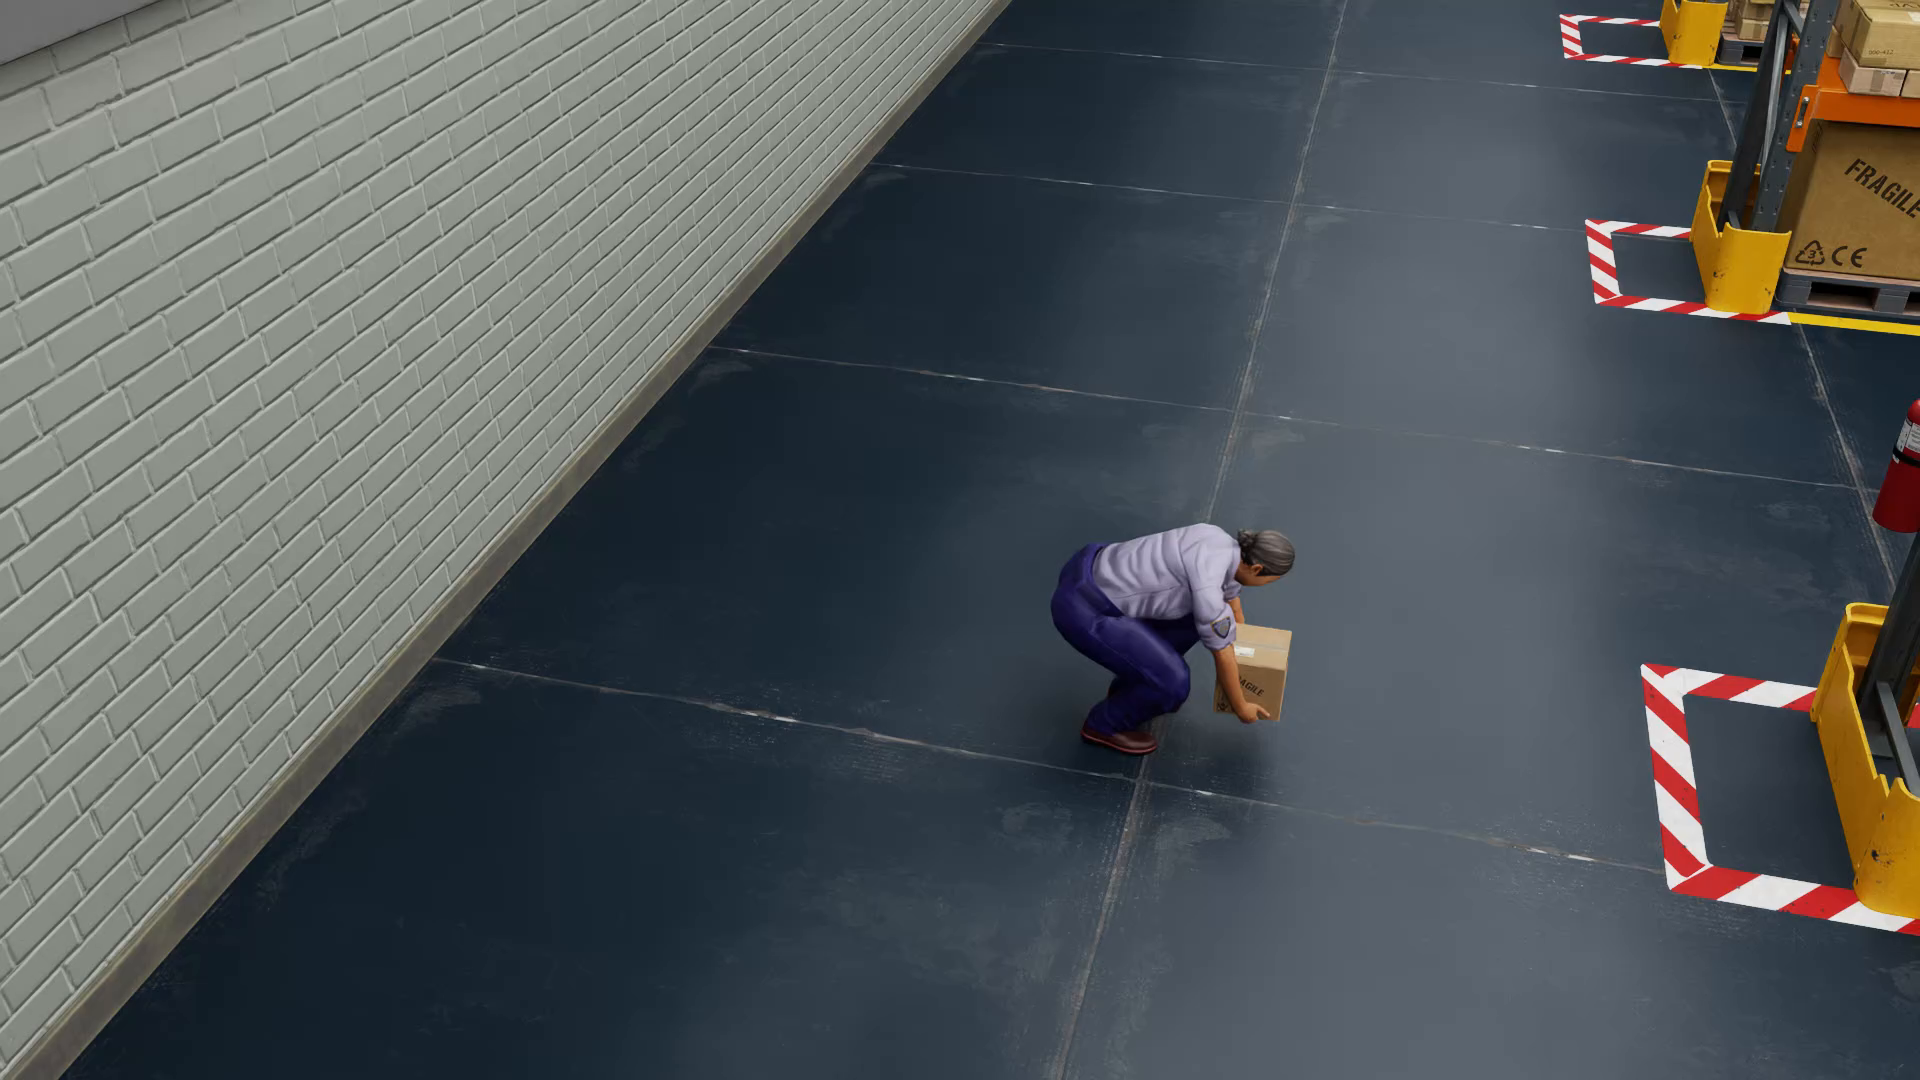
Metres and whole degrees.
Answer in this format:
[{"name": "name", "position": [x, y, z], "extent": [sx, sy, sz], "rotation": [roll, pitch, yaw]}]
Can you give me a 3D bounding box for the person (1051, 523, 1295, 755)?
[{"name": "person", "position": [0.783, 0.345, 6.287], "extent": [0.868, 0.931, 0.508], "rotation": [7, 34, 11]}]
